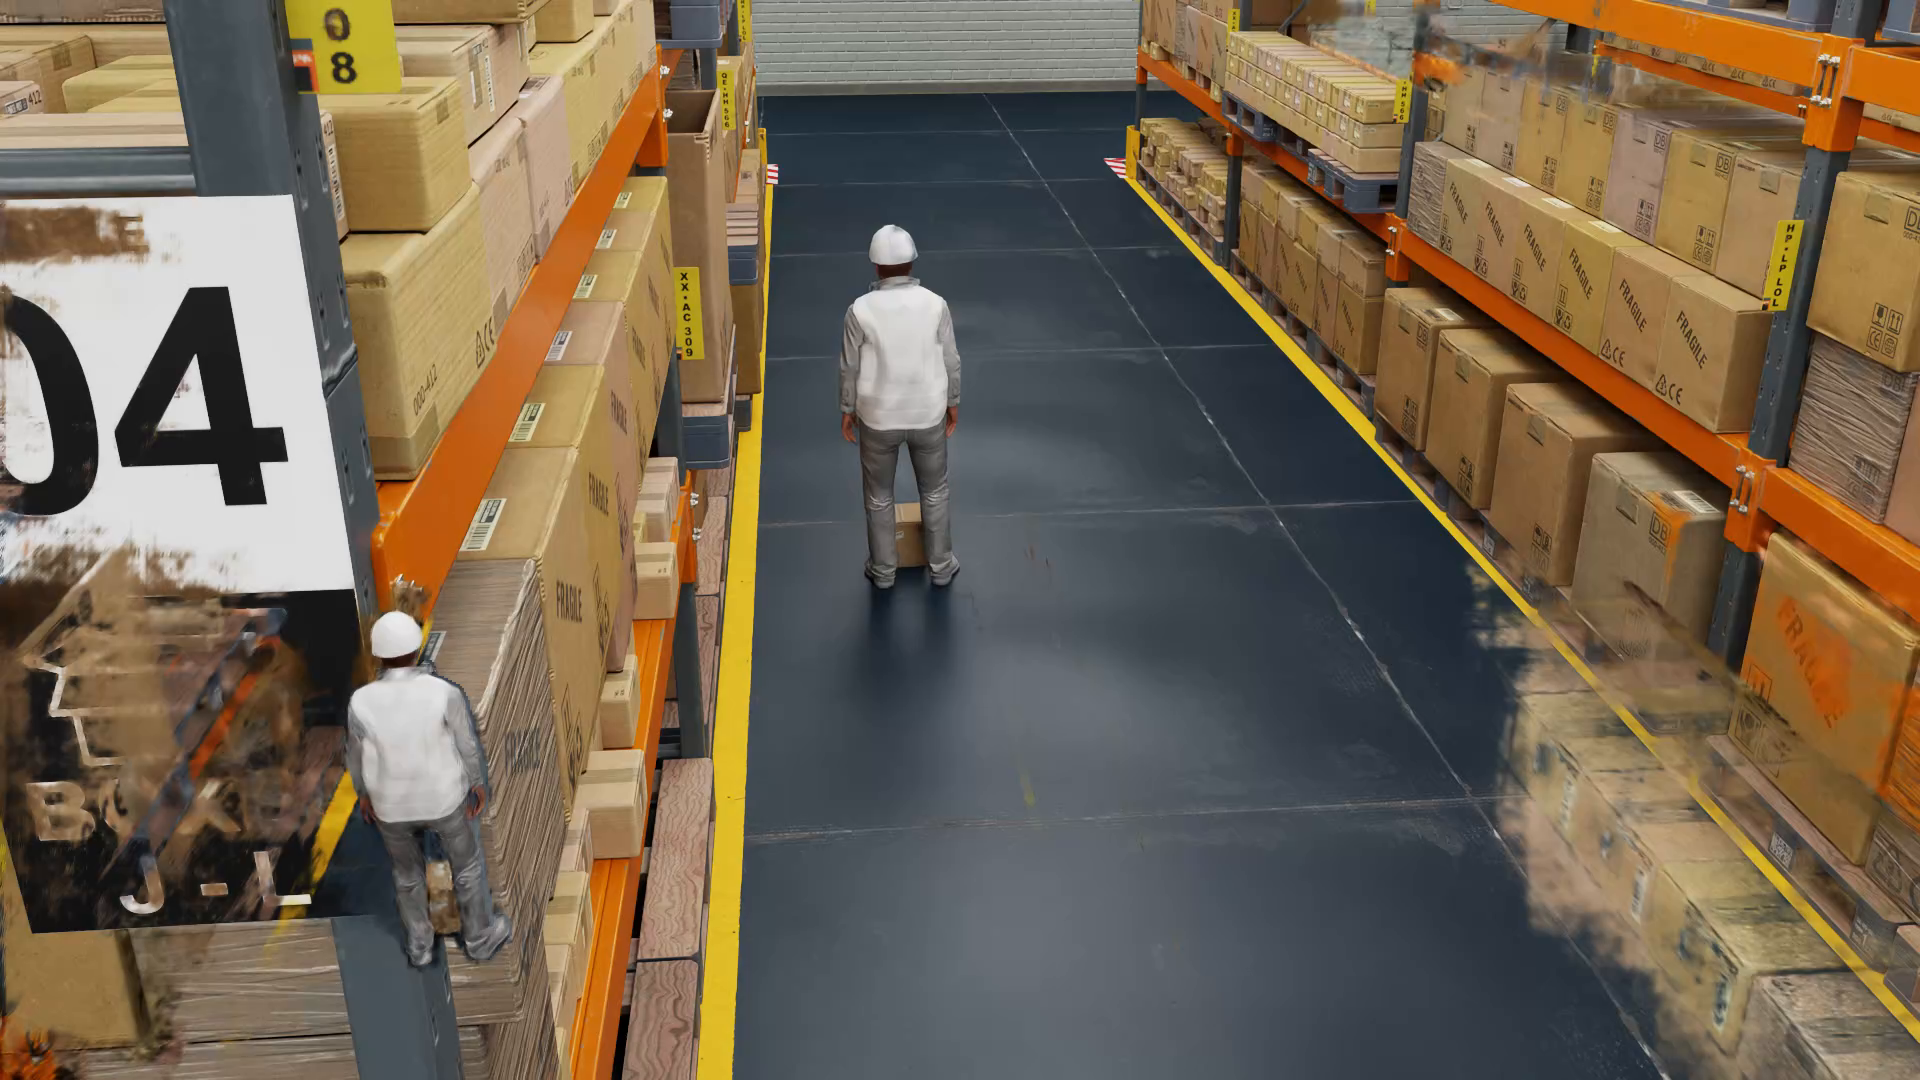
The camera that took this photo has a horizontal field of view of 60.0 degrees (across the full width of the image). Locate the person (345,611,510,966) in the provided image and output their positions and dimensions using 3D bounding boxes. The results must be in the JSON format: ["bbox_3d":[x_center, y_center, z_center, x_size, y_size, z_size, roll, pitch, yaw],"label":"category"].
[{"bbox_3d":[-0.284,-0.618,7.982,0.593,1.773,0.457,-3,24,-8],"label":"person"}]
